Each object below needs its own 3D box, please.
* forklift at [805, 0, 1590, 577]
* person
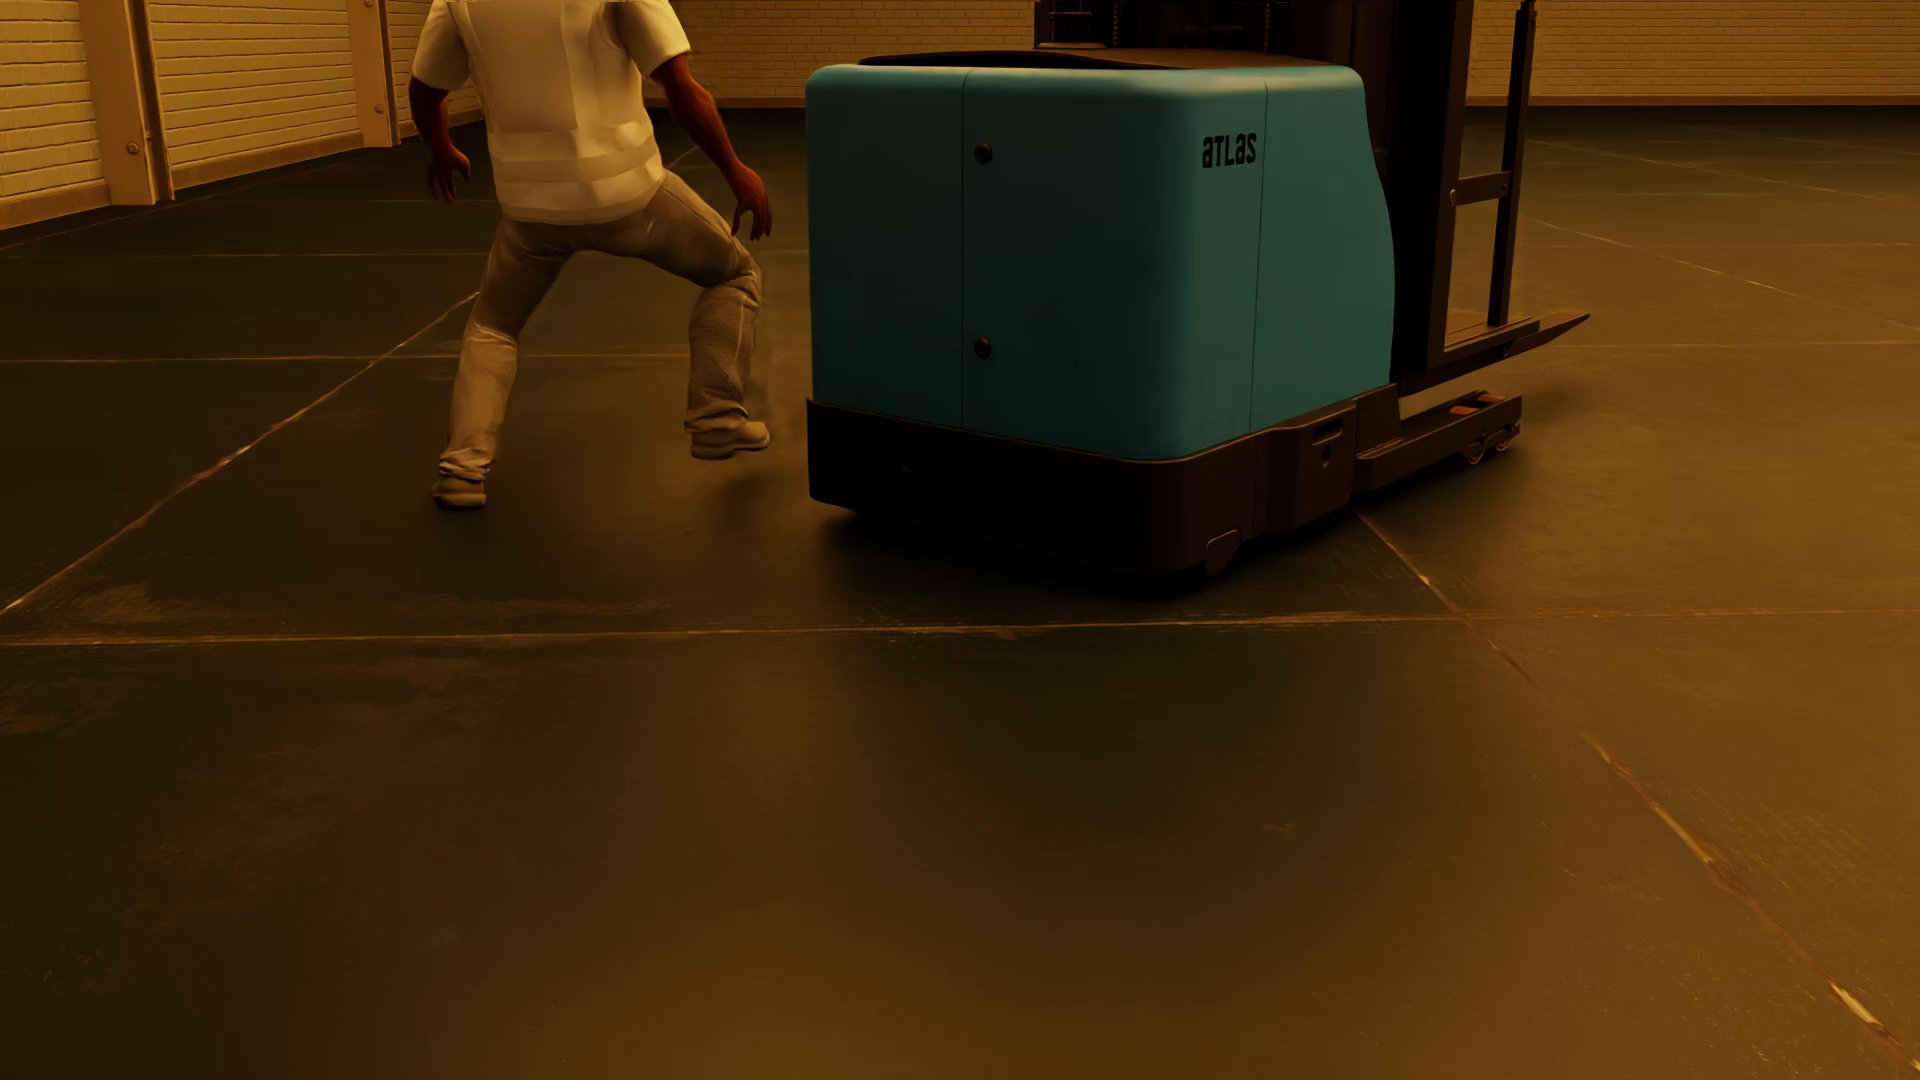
[{"bbox_3d":[0.952,-1.688,4.427,1.130,2.935,3.031,13,21,37],"label":"forklift"},{"bbox_3d":[-0.977,-0.915,4.183,1.018,1.643,0.679,5,18,15],"label":"person"}]
